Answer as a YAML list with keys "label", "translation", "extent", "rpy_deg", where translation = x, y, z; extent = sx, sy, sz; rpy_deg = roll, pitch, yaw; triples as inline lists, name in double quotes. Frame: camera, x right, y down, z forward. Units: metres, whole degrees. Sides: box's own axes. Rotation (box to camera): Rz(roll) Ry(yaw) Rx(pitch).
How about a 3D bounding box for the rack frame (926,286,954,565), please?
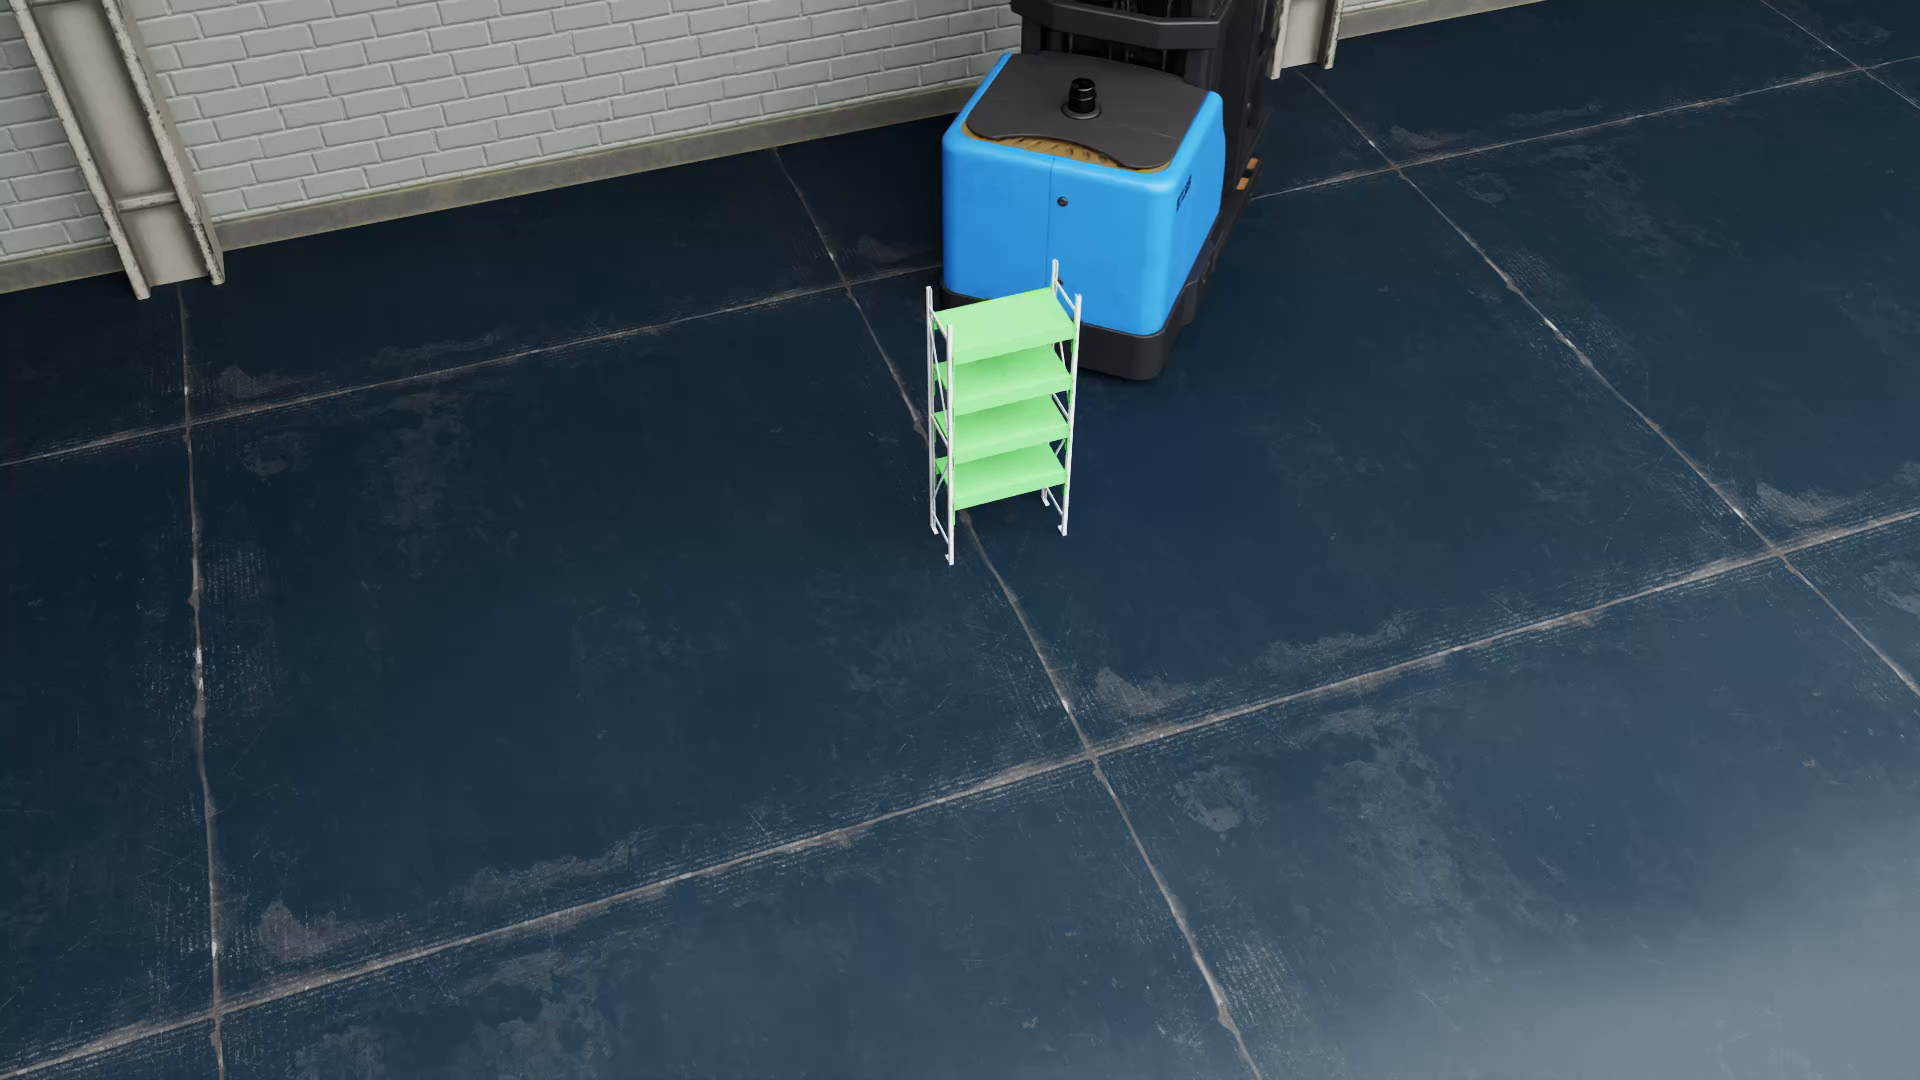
- label: "rack frame"
  translation: [-0.074, -0.405, 6.306]
  extent: [0.015, 1.200, 0.240]
  rpy_deg: [-14, 47, -14]

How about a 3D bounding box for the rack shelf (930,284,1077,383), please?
- label: "rack shelf"
  translation: [0.156, -0.757, 6.070]
  extent: [0.480, 0.148, 0.258]
  rpy_deg: [-14, 47, -14]

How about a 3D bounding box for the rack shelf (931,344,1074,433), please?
- label: "rack shelf"
  translation: [0.156, -0.588, 6.240]
  extent: [0.480, 0.148, 0.258]
  rpy_deg: [-14, 47, -14]

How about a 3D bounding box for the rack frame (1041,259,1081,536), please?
- label: "rack frame"
  translation: [0.385, -0.522, 6.423]
  extent: [0.015, 1.200, 0.240]
  rpy_deg: [-14, 47, -14]

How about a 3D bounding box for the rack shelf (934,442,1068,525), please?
- label: "rack shelf"
  translation: [0.156, -0.249, 6.580]
  extent: [0.480, 0.148, 0.258]
  rpy_deg: [-14, 47, -14]

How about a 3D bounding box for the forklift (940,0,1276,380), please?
- label: "forklift"
  translation: [0.912, -2.801, 7.472]
  extent: [1.130, 2.935, 3.031]
  rpy_deg: [15, 47, 15]

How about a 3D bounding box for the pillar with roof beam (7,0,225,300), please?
- label: "pillar with roof beam"
  translation: [-2.305, -1.597, 1.989]
  extent: [0.400, 9.000, 9.100]
  rpy_deg: [-14, 47, -14]

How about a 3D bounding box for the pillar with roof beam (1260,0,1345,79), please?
- label: "pillar with roof beam"
  translation: [3.338, -3.040, 3.427]
  extent: [0.400, 9.000, 9.100]
  rpy_deg: [-14, 47, -14]

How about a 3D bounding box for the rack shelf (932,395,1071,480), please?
- label: "rack shelf"
  translation: [0.156, -0.418, 6.410]
  extent: [0.480, 0.148, 0.258]
  rpy_deg: [-14, 47, -14]

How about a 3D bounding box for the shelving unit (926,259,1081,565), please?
- label: "shelving unit"
  translation: [0.156, -0.463, 6.365]
  extent: [0.503, 1.200, 0.258]
  rpy_deg: [-14, 47, -14]
